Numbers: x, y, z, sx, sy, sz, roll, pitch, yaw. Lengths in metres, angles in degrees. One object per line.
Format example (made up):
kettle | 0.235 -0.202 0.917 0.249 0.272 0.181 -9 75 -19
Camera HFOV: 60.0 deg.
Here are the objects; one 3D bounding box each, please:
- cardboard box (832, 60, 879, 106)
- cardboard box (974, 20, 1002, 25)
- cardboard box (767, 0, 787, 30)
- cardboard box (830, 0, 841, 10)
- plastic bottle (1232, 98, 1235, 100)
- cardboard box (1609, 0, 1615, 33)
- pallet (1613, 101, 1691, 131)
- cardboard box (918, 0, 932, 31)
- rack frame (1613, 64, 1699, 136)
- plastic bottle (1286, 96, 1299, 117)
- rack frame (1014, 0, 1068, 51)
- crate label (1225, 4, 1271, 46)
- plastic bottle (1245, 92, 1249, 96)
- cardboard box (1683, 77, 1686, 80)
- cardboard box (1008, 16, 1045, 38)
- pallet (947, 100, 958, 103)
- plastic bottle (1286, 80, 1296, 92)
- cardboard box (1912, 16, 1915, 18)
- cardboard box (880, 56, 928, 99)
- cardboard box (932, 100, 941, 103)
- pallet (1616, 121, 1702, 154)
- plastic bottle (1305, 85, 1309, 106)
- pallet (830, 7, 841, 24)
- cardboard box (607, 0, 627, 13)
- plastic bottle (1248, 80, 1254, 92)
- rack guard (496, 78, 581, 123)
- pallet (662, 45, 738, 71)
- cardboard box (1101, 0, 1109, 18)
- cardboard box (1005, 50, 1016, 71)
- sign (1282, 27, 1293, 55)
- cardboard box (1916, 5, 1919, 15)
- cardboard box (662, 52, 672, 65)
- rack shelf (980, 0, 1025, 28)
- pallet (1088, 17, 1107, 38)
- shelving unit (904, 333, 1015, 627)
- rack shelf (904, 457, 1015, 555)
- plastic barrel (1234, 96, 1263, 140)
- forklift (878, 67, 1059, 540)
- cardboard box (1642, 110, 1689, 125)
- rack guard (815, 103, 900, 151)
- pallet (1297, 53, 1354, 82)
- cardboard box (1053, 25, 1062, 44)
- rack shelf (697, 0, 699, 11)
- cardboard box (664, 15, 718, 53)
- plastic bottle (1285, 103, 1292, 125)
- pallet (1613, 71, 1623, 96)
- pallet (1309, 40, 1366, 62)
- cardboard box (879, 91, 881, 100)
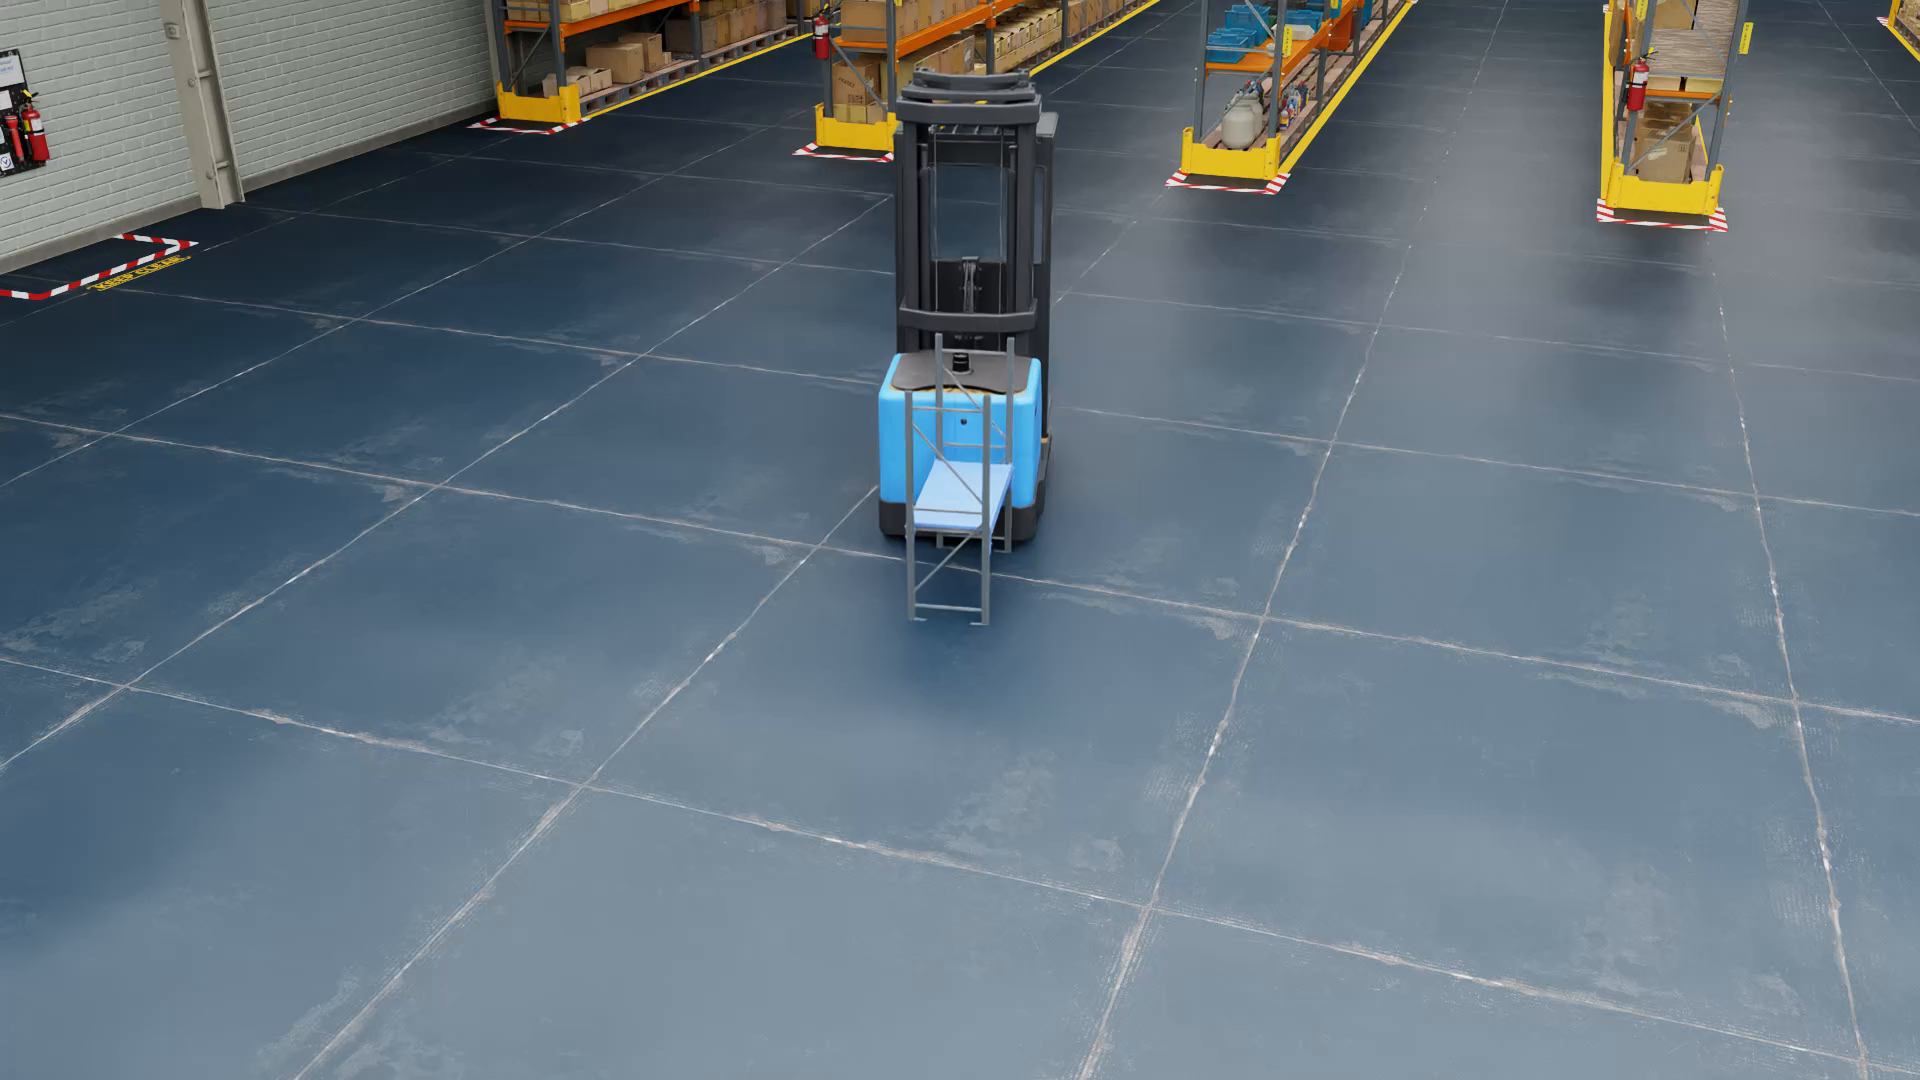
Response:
cardboard box | -1.410 -6.140 22.303 0.500 0.500 0.500 9 27 17
cardboard box | 0.394 -8.269 26.916 0.500 0.311 0.500 8 27 17
cardboard box | -3.509 -9.362 29.507 0.700 0.500 0.500 9 27 18
cardboard box | -2.653 -10.456 31.389 0.750 0.750 0.750 9 27 17
plastic bottle | 3.715 -5.815 22.439 0.152 0.276 0.135 8 27 16
cardboard box | 11.832 -9.048 28.452 1.225 0.875 0.875 9 27 18
pallet | 9.621 -5.859 23.108 1.003 0.211 1.213 9 27 17
cardboard box | -0.800 -7.243 22.652 0.700 0.500 0.500 9 27 18
rack frame | 9.364 -6.794 21.839 1.000 3.000 0.127 9 27 17
plastic bottle | 4.521 -5.900 22.614 0.152 0.276 0.135 9 27 18
rack frame | 1.354 -9.876 28.205 1.000 3.000 0.127 9 27 17
crate label | 3.719 -6.680 21.563 0.502 0.435 0.616 9 27 17
plastic bottle | 3.956 -6.067 22.964 0.097 0.271 0.097 0 26 0
cardboard box | 8.614 -5.426 19.302 0.380 0.149 0.250 9 27 17
cardboard box | 1.075 -8.407 27.201 0.500 0.311 0.500 9 27 17
pallet | -0.685 -6.153 23.716 1.003 0.211 1.213 9 27 17
plastic bottle | 4.614 -6.232 23.214 0.144 0.351 0.185 9 27 17
cardboard box | 17.255 -9.271 29.745 0.380 0.149 0.250 9 27 18
cardboard box | -0.755 -6.271 22.572 0.500 0.500 0.500 9 27 17
cardboard box | -0.590 -6.139 23.160 0.500 0.250 0.500 9 27 17
pallet | 9.173 -5.257 21.866 1.003 0.211 1.213 9 27 17
plastic bottle | 4.844 -6.242 23.312 0.061 0.283 0.133 10 28 20
pallet | -2.577 -10.150 31.971 1.003 0.211 1.213 9 27 17
cardboard box | -5.184 -7.825 24.118 0.500 0.250 0.500 8 27 17
plastic bottle | 4.033 -6.246 23.243 0.144 0.351 0.185 10 27 19
rack guard | -5.955 -6.211 23.504 1.175 0.500 0.348 9 27 17
pallet | -4.392 -8.014 27.559 1.003 0.211 1.213 9 27 17
cardboard box | 2.452 -9.940 30.701 0.500 0.500 0.500 9 27 18
cardboard box | 0.562 -7.523 26.019 0.500 0.250 0.500 9 27 19
sign | 3.879 -5.911 19.699 0.100 0.325 0.005 9 27 17
cardboard box | 16.907 -9.225 28.967 0.380 0.149 0.250 8 27 16
cardboard box | -4.799 -7.647 26.349 0.380 0.166 0.250 5 26 11
rack shelf | 0.689 -8.730 26.664 1.077 0.370 4.000 9 27 17
pallet | 2.046 -9.421 30.467 1.003 0.211 1.213 9 27 17
shelving unit | 0.010 -0.387 10.328 0.538 1.500 1.048 4 26 8
rack shelf | 0.010 -0.225 10.406 0.538 0.185 1.000 4 26 8
plastic barrel | 3.676 -5.425 21.385 0.421 0.512 0.421 0 26 0
forklift | 0.116 -1.926 11.865 1.130 2.935 3.031 2 26 5
cardboard box | 8.649 -4.973 20.466 0.500 0.500 0.500 11 28 22
rack guard | -1.316 -5.453 21.939 1.175 0.500 0.348 9 27 17
pallet | 5.730 -7.588 26.680 1.003 0.211 1.213 9 27 17
cardboard box | 1.409 -8.575 28.193 0.500 0.250 0.500 9 27 19
rack shelf | -3.984 -9.447 28.144 1.077 0.370 4.000 9 27 17
cardboard box | -4.420 -8.326 27.369 0.700 0.500 0.500 10 27 19
plastic bottle | 4.373 -5.679 22.163 0.097 0.271 0.097 0 26 0
pallet | 10.433 -6.861 25.179 1.003 0.211 1.213 9 27 17
pallet | 6.247 -8.231 28.007 1.003 0.211 1.213 9 27 17
cardboard box | -1.253 -6.010 22.894 0.500 0.250 0.500 9 27 17
